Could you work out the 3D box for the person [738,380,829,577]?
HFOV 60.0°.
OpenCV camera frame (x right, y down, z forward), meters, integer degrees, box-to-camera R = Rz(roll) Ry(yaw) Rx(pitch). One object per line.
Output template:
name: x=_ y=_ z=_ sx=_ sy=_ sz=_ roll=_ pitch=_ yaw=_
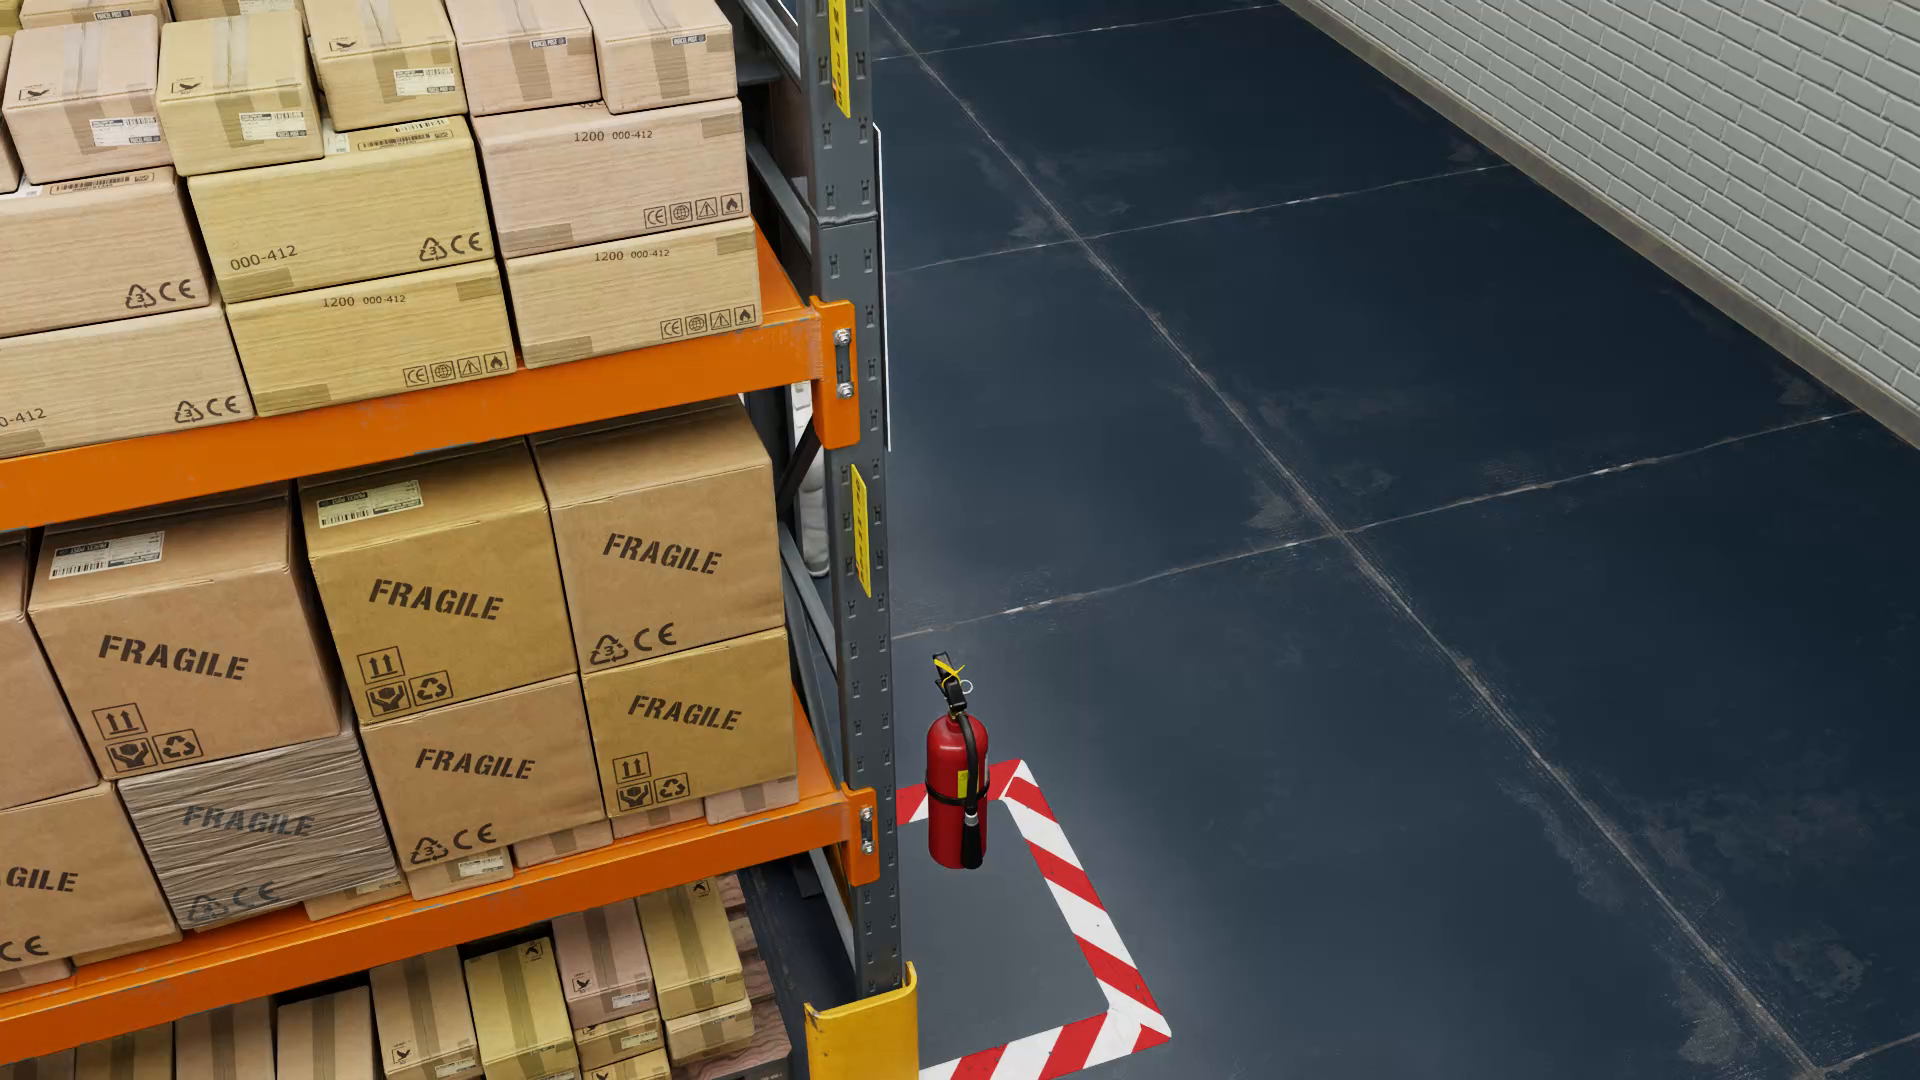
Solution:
person: x=-0.838 y=-0.415 z=6.992 sx=0.537 sy=1.294 sz=0.774 roll=-13 pitch=40 yaw=-16
